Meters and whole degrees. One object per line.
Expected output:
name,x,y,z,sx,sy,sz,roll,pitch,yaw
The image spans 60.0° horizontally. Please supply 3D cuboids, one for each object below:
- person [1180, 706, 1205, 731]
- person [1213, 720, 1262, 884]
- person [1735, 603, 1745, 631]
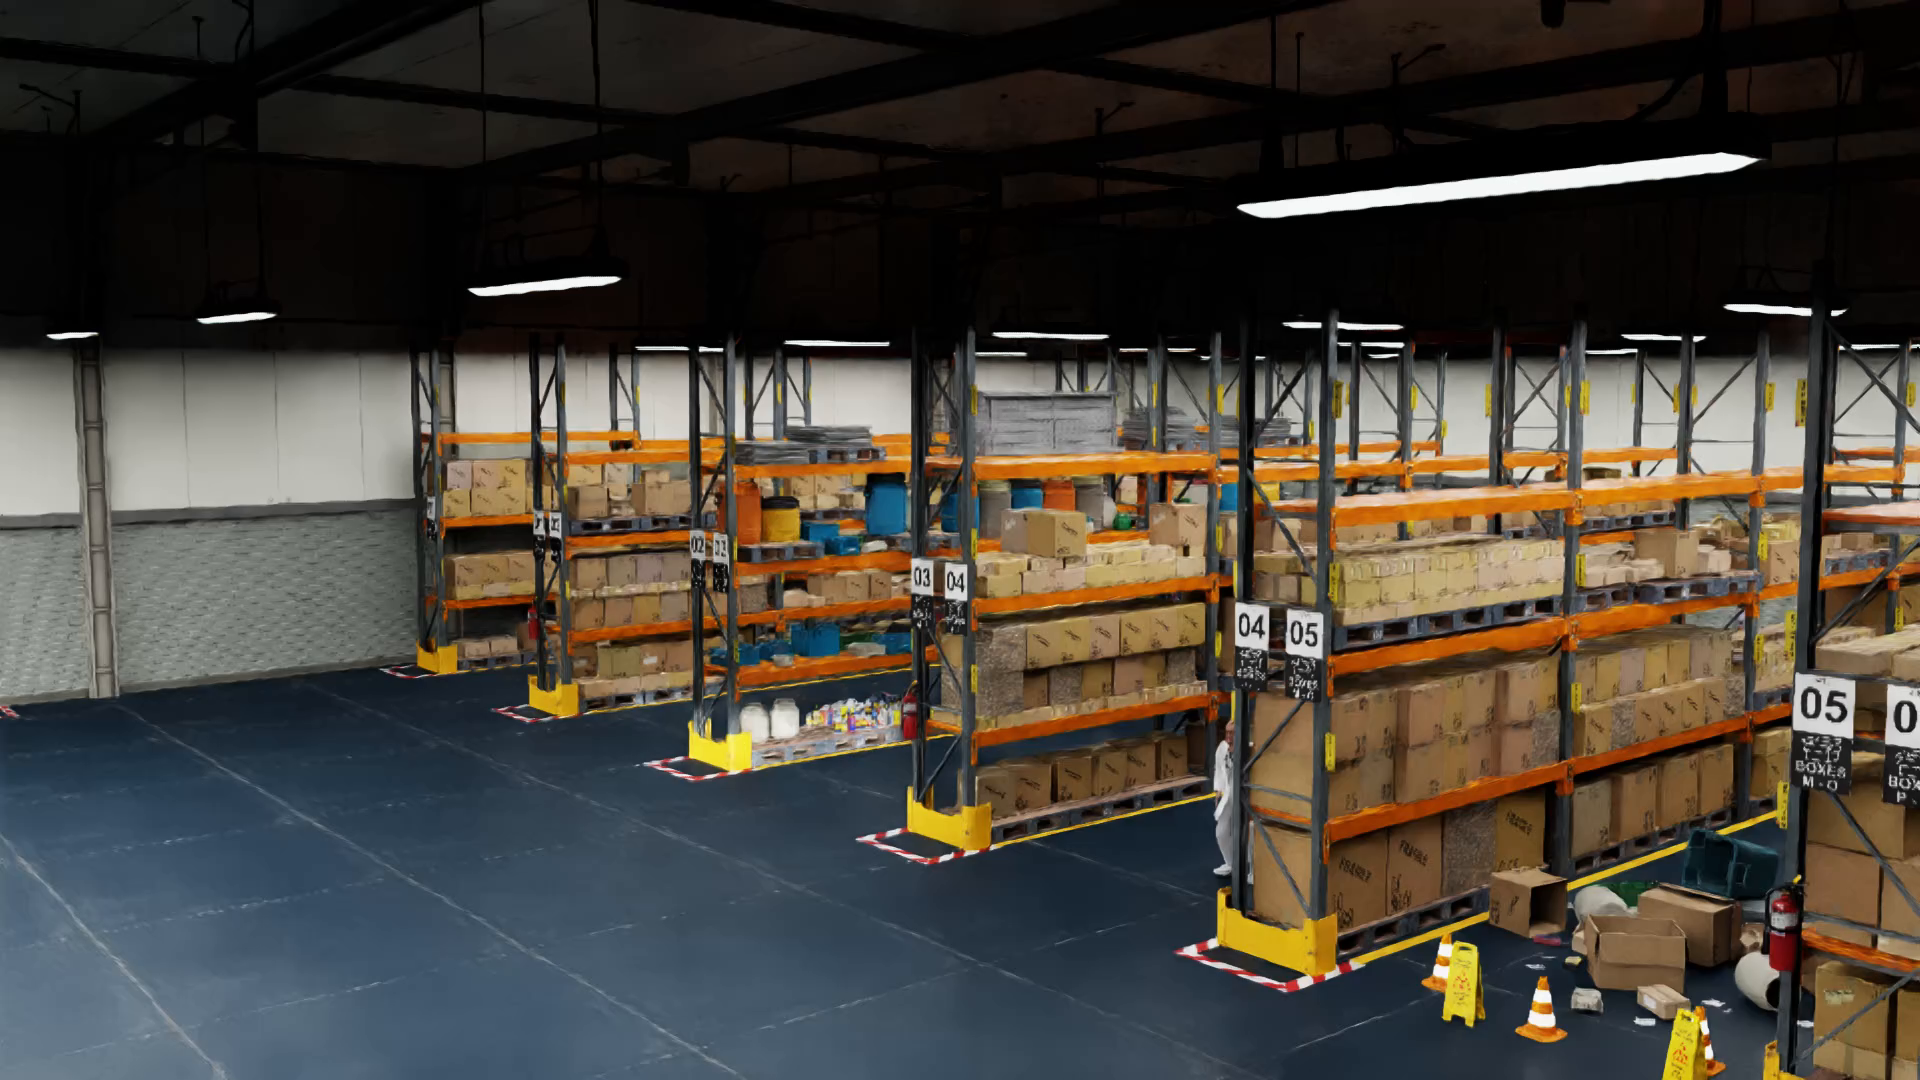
person,3.547,2.030,24.614,0.544,1.733,0.729,-5,7,-41
person,2.934,2.704,17.334,0.546,1.733,0.729,-5,7,-41
person,13.130,1.768,27.963,0.427,1.634,0.525,2,6,21
